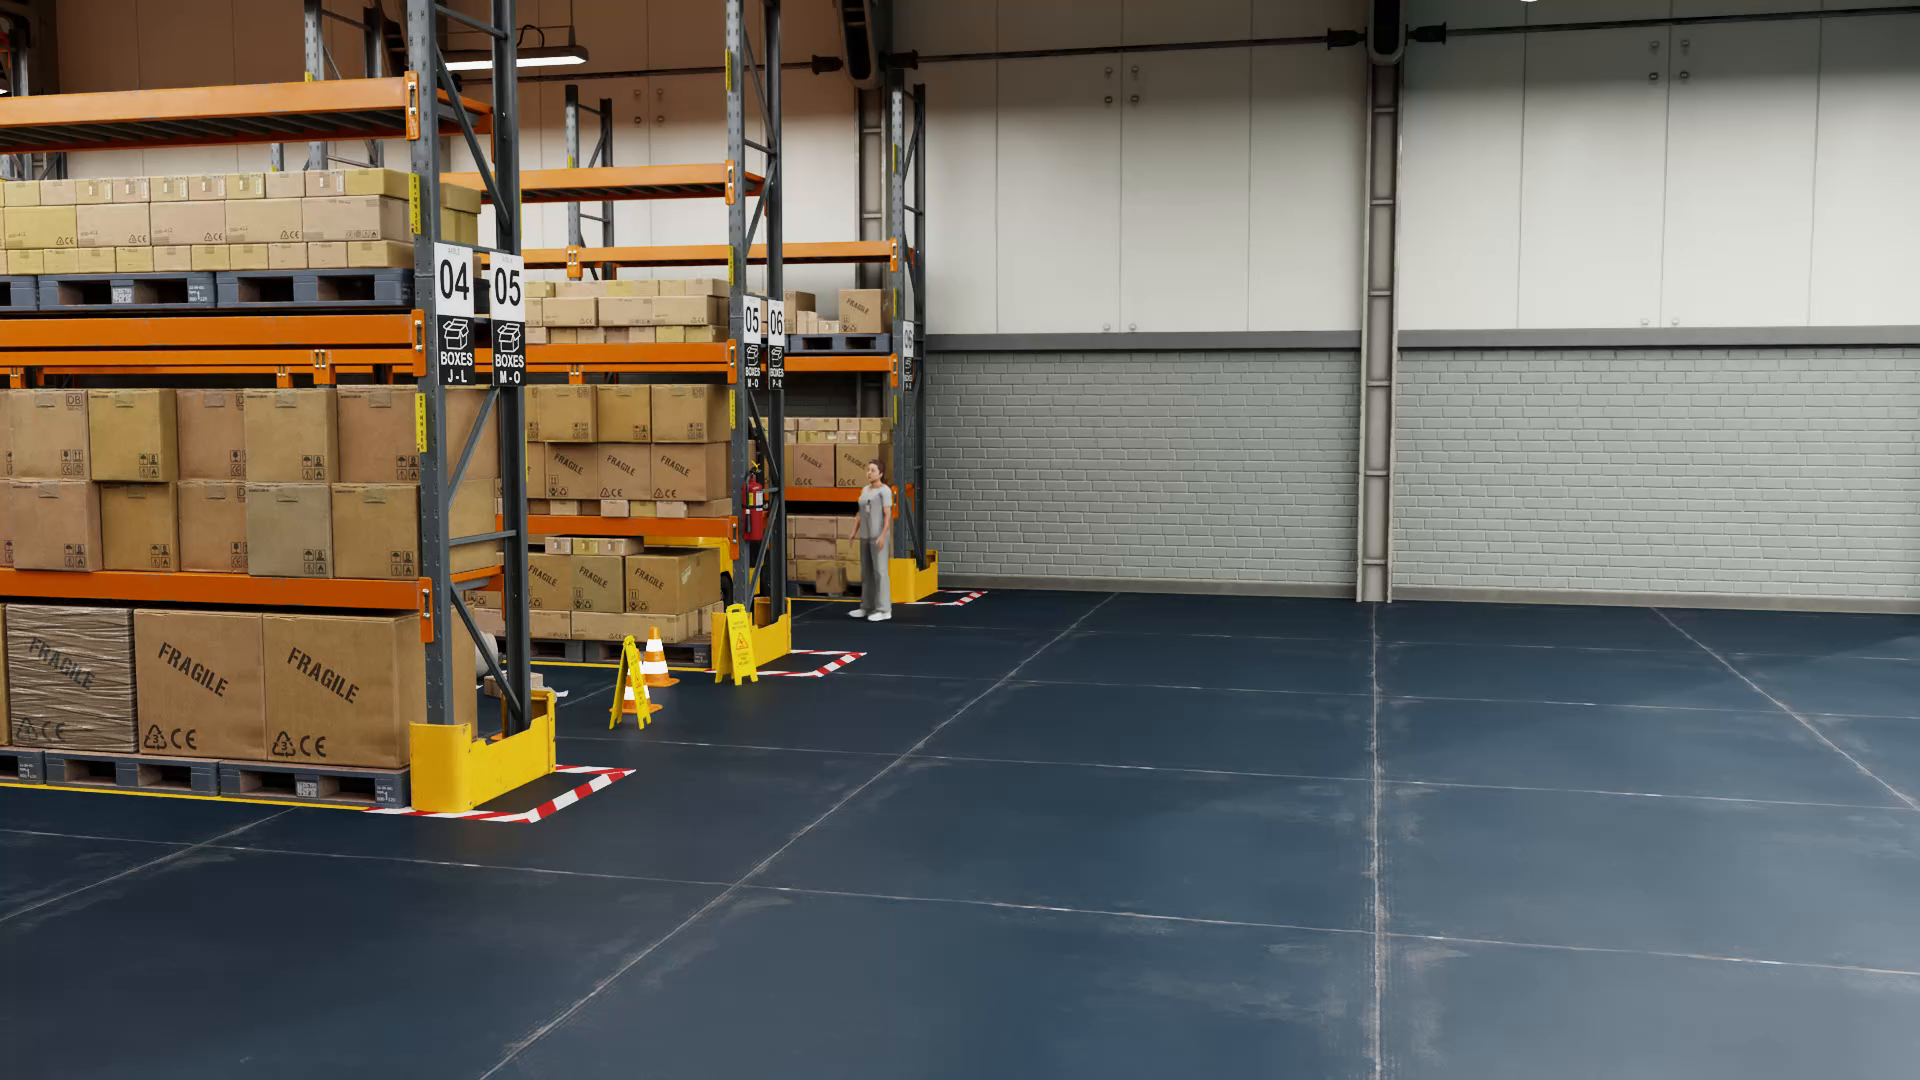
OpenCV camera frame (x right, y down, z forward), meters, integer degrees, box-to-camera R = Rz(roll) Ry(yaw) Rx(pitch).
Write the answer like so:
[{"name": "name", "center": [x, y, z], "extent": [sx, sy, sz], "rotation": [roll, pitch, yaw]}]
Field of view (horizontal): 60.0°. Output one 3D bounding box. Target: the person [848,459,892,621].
[{"name": "person", "center": [-0.924, -0.011, 17.445], "extent": [0.396, 1.681, 0.540], "rotation": [-4, 7, -41]}]
